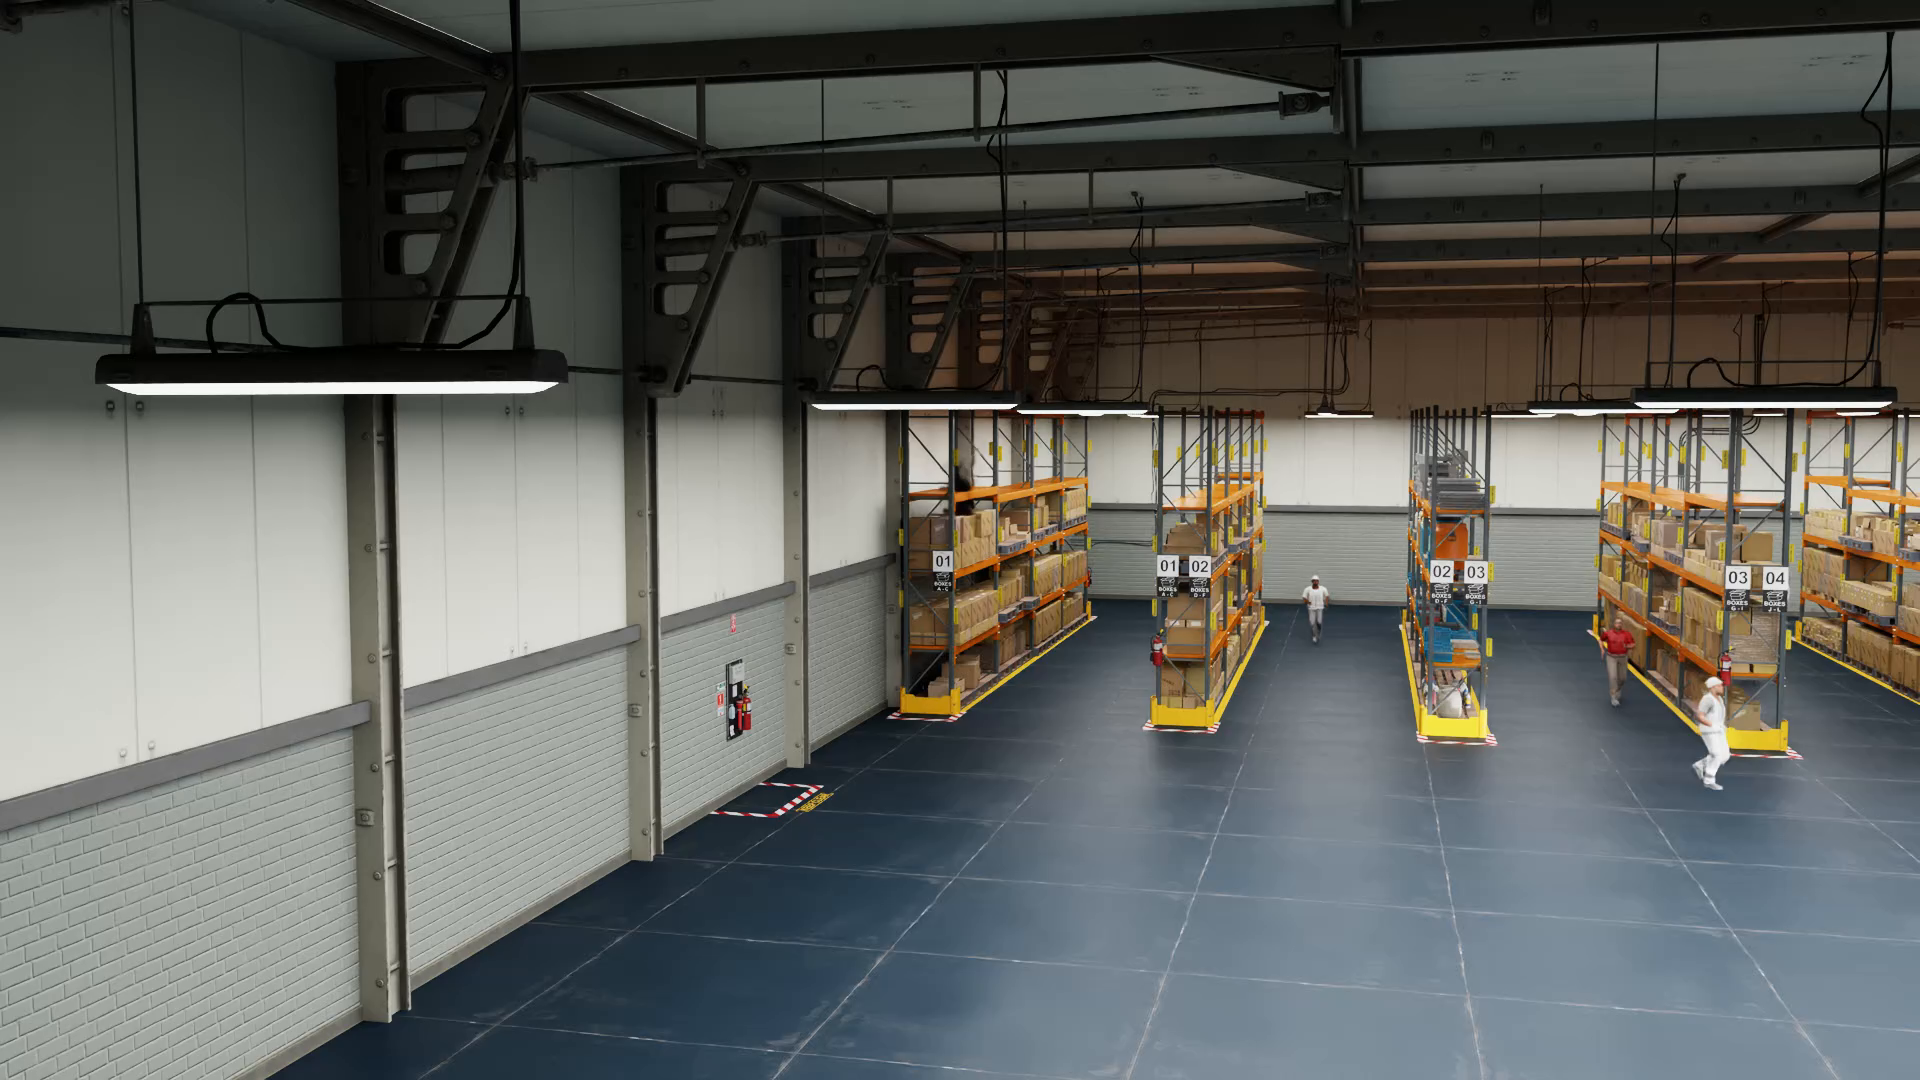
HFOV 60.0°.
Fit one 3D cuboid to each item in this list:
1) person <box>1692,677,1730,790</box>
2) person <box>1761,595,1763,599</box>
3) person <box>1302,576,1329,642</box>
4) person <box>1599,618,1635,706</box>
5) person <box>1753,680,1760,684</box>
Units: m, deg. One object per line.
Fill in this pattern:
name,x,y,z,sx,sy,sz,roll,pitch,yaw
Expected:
person,11.666,2.995,25.876,0.668,1.749,0.581,-4,6,-44
person,21.493,1.746,44.165,0.508,1.637,0.676,-1,4,-11
person,9.179,1.780,42.904,0.691,1.724,0.586,1,4,11
person,13.278,2.431,33.585,0.662,1.716,0.962,1,4,11
person,17.308,2.306,36.359,0.582,1.695,0.680,1,4,12
